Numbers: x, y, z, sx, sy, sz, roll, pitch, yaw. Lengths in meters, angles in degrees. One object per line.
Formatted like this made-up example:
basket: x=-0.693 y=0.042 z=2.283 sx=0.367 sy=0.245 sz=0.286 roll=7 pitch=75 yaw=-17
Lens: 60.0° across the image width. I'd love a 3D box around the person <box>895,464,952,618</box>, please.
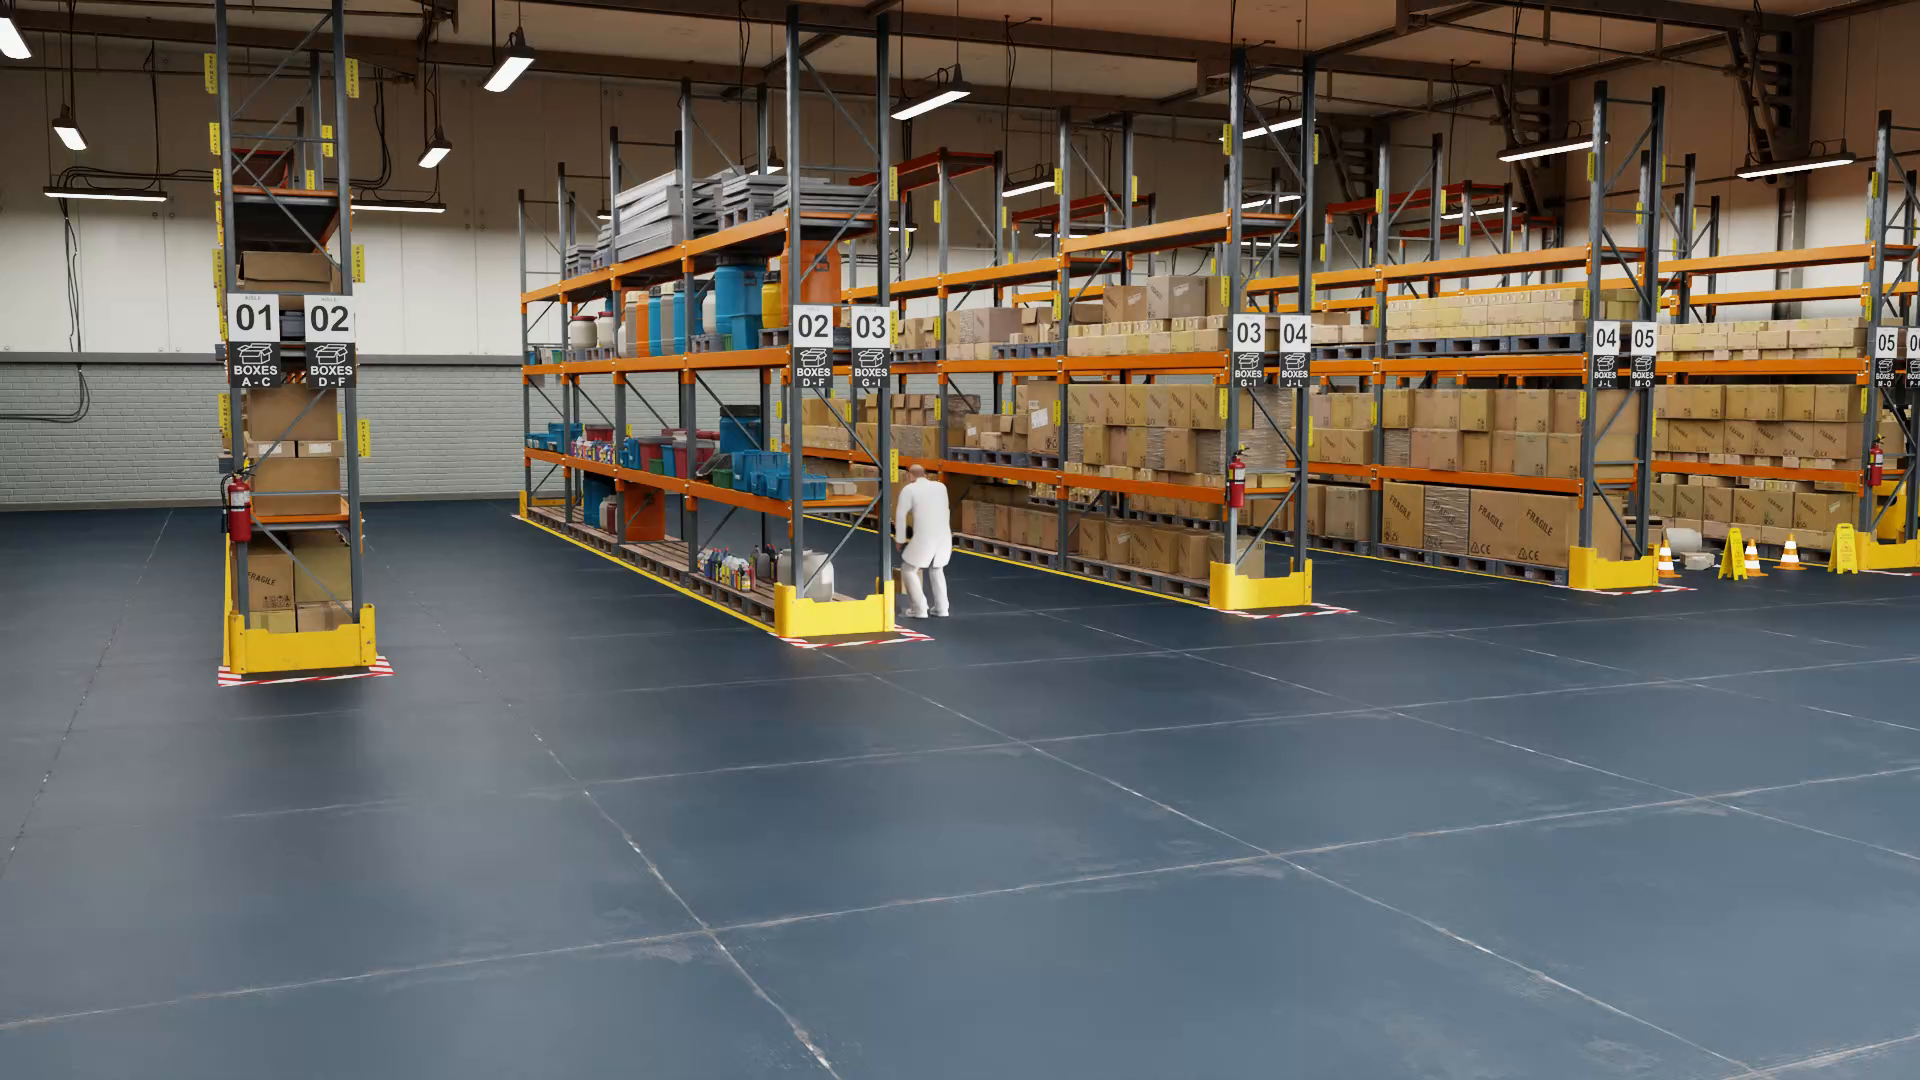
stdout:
person: x=-0.378 y=0.014 z=17.549 sx=0.619 sy=1.601 sz=0.564 roll=-3 pitch=6 yaw=-26
